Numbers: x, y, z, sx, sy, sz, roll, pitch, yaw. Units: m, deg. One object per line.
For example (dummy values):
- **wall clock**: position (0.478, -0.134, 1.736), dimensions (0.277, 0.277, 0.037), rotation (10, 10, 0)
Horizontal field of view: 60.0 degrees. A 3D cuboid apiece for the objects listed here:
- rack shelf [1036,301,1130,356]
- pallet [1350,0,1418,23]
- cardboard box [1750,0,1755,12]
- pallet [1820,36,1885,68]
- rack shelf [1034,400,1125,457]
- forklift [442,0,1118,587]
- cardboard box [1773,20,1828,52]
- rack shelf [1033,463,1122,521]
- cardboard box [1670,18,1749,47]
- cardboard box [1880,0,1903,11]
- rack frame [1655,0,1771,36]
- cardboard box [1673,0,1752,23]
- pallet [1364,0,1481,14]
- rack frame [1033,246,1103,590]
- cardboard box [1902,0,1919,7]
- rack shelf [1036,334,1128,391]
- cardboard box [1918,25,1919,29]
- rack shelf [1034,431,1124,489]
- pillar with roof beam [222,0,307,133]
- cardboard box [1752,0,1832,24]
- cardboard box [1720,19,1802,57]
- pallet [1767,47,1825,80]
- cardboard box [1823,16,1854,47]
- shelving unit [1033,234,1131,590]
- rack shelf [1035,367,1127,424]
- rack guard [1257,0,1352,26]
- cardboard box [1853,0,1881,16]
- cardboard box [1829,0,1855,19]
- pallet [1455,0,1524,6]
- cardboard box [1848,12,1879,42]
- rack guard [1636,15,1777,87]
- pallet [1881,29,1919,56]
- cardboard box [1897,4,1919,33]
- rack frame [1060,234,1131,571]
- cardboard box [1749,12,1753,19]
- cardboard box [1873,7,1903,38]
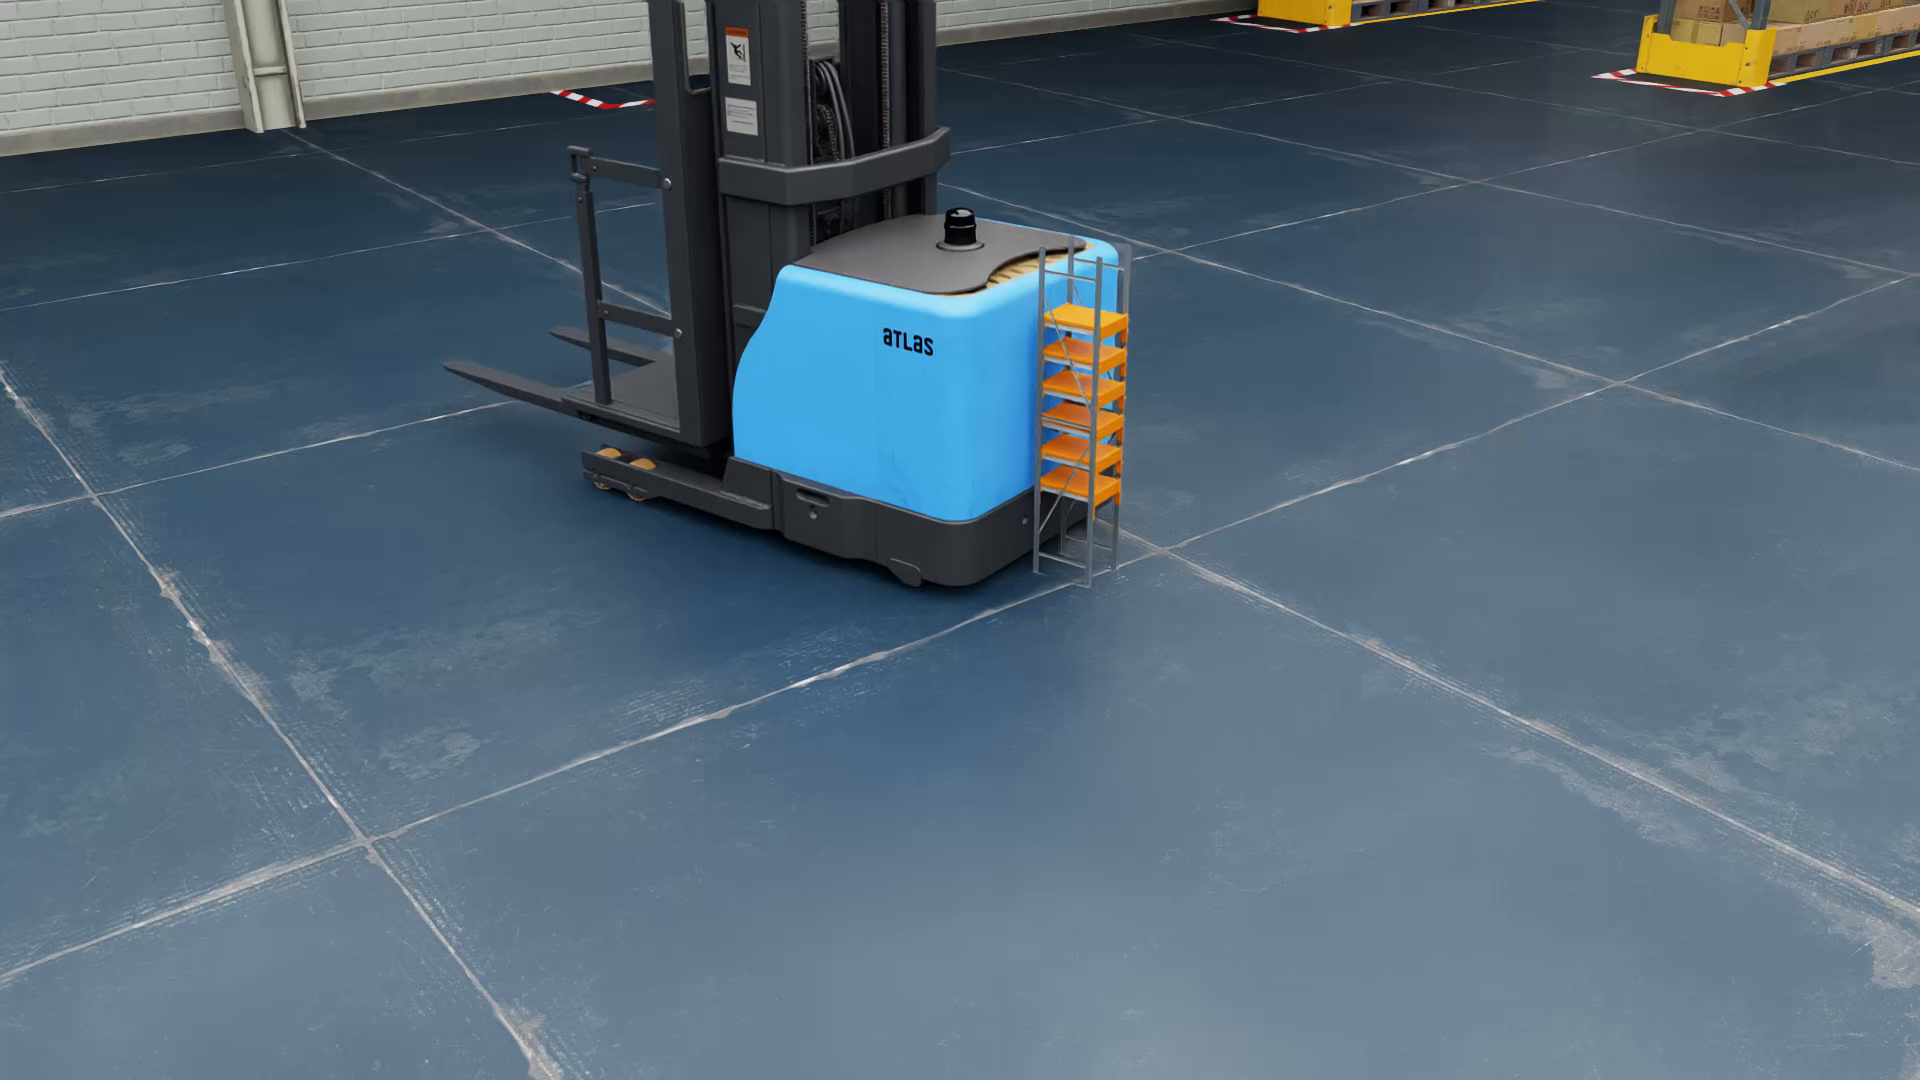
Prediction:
- **rack shelf**: position (0.415, -0.716, 5.617), dimensions (0.258, 0.103, 0.180), rotation (17, 30, 32)
- **pallet**: position (4.618, -6.301, 19.575), dimensions (1.213, 0.211, 1.003), rotation (-18, 31, -34)
- **cardboard box**: position (7.973, -5.492, 16.398), dimensions (0.500, 0.500, 0.500), rotation (-18, 31, -34)
- **pallet**: position (8.492, -4.969, 16.706), dimensions (1.213, 0.211, 1.003), rotation (-18, 31, -34)
- **rack shelf**: position (0.415, -0.389, 5.769), dimensions (0.258, 0.103, 0.180), rotation (17, 30, 32)
- **forklift**: position (-0.896, -1.643, 6.308), dimensions (3.031, 2.935, 1.130), rotation (17, 30, 33)
- **cardboard box**: position (7.907, -4.846, 15.896), dimensions (0.500, 0.250, 0.500), rotation (-18, 31, -34)
- **rack shelf**: position (0.415, -0.171, 5.870), dimensions (0.258, 0.103, 0.180), rotation (17, 30, 32)
- **cardboard box**: position (7.196, -4.887, 15.984), dimensions (0.500, 0.250, 0.500), rotation (-18, 31, -34)
- **cardboard box**: position (9.082, -5.579, 16.584), dimensions (0.500, 0.500, 0.500), rotation (-18, 31, -34)
- **rack frame**: position (6.956, -5.706, 14.982), dimensions (0.127, 3.000, 1.000), rotation (-18, 31, -34)
- **cardboard box**: position (7.195, -5.228, 15.827), dimensions (0.500, 0.500, 0.500), rotation (-18, 31, -34)
- **pallet**: position (5.577, -6.616, 20.254), dimensions (1.213, 0.211, 1.003), rotation (-18, 31, -34)
- **rack frame**: position (0.362, -0.398, 5.682), dimensions (0.240, 1.200, 0.006), rotation (17, 30, 32)
- **cardboard box**: position (9.473, -5.710, 16.867), dimensions (0.500, 0.500, 0.500), rotation (-18, 31, -34)
- **rack shelf**: position (0.415, -0.607, 5.668), dimensions (0.258, 0.103, 0.180), rotation (17, 30, 32)
- **cardboard box**: position (9.874, -5.496, 17.296), dimensions (0.500, 0.250, 0.500), rotation (-18, 31, -34)
- **rack shelf**: position (0.415, -0.280, 5.819), dimensions (0.258, 0.103, 0.180), rotation (17, 30, 32)
- **pillar with roof beam**: position (-2.873, -5.993, 8.473), dimensions (0.400, 9.000, 9.100), rotation (-18, 31, -34)
- **cardboard box**: position (7.908, -5.186, 15.737), dimensions (0.500, 0.500, 0.500), rotation (-18, 31, -34)
- **cardboard box**: position (7.516, -4.715, 15.614), dimensions (0.500, 0.250, 0.500), rotation (-18, 31, -34)
- **pallet**: position (7.532, -4.654, 16.027), dimensions (1.213, 0.211, 1.003), rotation (-18, 31, -34)
- **cardboard box**: position (8.300, -4.976, 16.176), dimensions (0.500, 0.250, 0.500), rotation (-18, 31, -34)
- **shelving unit**: position (0.415, -0.429, 5.750), dimensions (0.258, 1.200, 0.189), rotation (17, 30, 32)
- **rack shelf**: position (0.415, -0.498, 5.718), dimensions (0.258, 0.103, 0.180), rotation (17, 30, 32)
- **rack guard**: position (3.956, -6.232, 19.085), dimensions (0.348, 0.500, 1.175), rotation (-18, 31, -34)
- **cardboard box**: position (8.698, -5.444, 16.294), dimensions (0.500, 0.500, 0.500), rotation (-18, 31, -34)
- **cardboard box**: position (8.293, -5.320, 16.026), dimensions (0.500, 0.500, 0.500), rotation (-18, 31, -34)
- **pallet**: position (6.538, -6.934, 20.941), dimensions (1.213, 0.211, 1.003), rotation (-18, 31, -34)
- **cardboard box**: position (8.697, -5.104, 16.452), dimensions (0.500, 0.250, 0.500), rotation (-18, 31, -34)
- **rack guard**: position (6.937, -4.566, 15.495), dimensions (0.348, 0.500, 1.175), rotation (-18, 31, -34)
- **pallet**: position (9.452, -5.288, 17.393), dimensions (1.213, 0.211, 1.003), rotation (-18, 31, -34)
- **cardboard box**: position (9.474, -5.369, 17.023), dimensions (0.500, 0.250, 0.500), rotation (-18, 31, -34)
- **rack frame**: position (0.468, -0.461, 5.818), dimensions (0.240, 1.200, 0.006), rotation (17, 30, 32)
- **cardboard box**: position (7.582, -5.021, 16.272), dimensions (0.500, 0.250, 0.500), rotation (-18, 31, -34)
- **cardboard box**: position (9.090, -5.234, 16.733), dimensions (0.500, 0.250, 0.500), rotation (-18, 31, -34)
